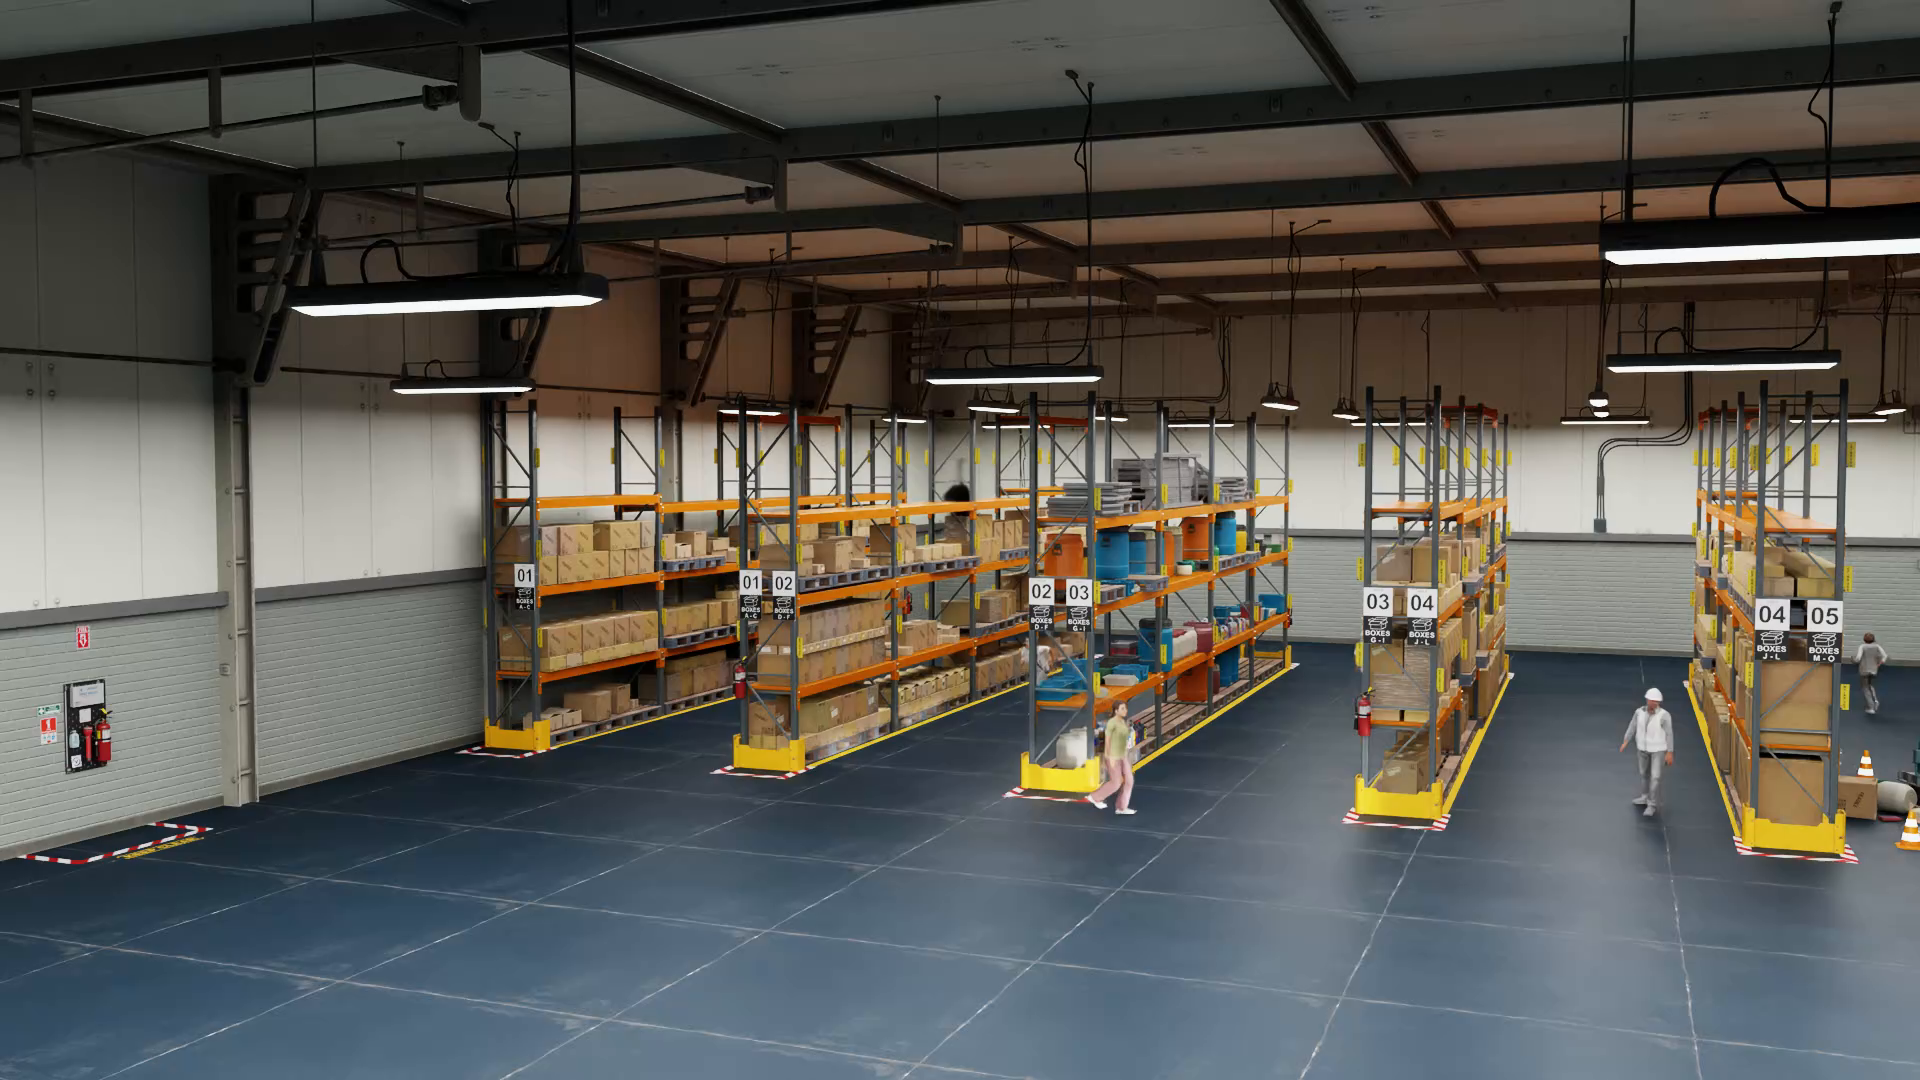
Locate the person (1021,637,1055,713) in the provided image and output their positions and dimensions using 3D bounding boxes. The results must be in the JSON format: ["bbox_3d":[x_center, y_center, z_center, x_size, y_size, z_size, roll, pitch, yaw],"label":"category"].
[{"bbox_3d":[1.532,2.633,32.587,0.646,1.532,0.903,2,3,34],"label":"person"}]

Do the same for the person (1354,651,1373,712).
[{"bbox_3d":[8.005,2.566,32.273,0.718,1.719,0.643,0,3,9],"label":"person"}]

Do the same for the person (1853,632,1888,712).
[{"bbox_3d":[17.860,2.592,32.684,0.548,1.564,0.603,0,3,5],"label":"person"}]

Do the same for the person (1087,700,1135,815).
[{"bbox_3d":[2.145,3.044,23.391,0.690,1.620,0.498,2,4,37],"label":"person"}]

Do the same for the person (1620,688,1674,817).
[{"bbox_3d":[9.751,2.967,23.574,0.760,1.765,0.696,-2,3,-36],"label":"person"}]
